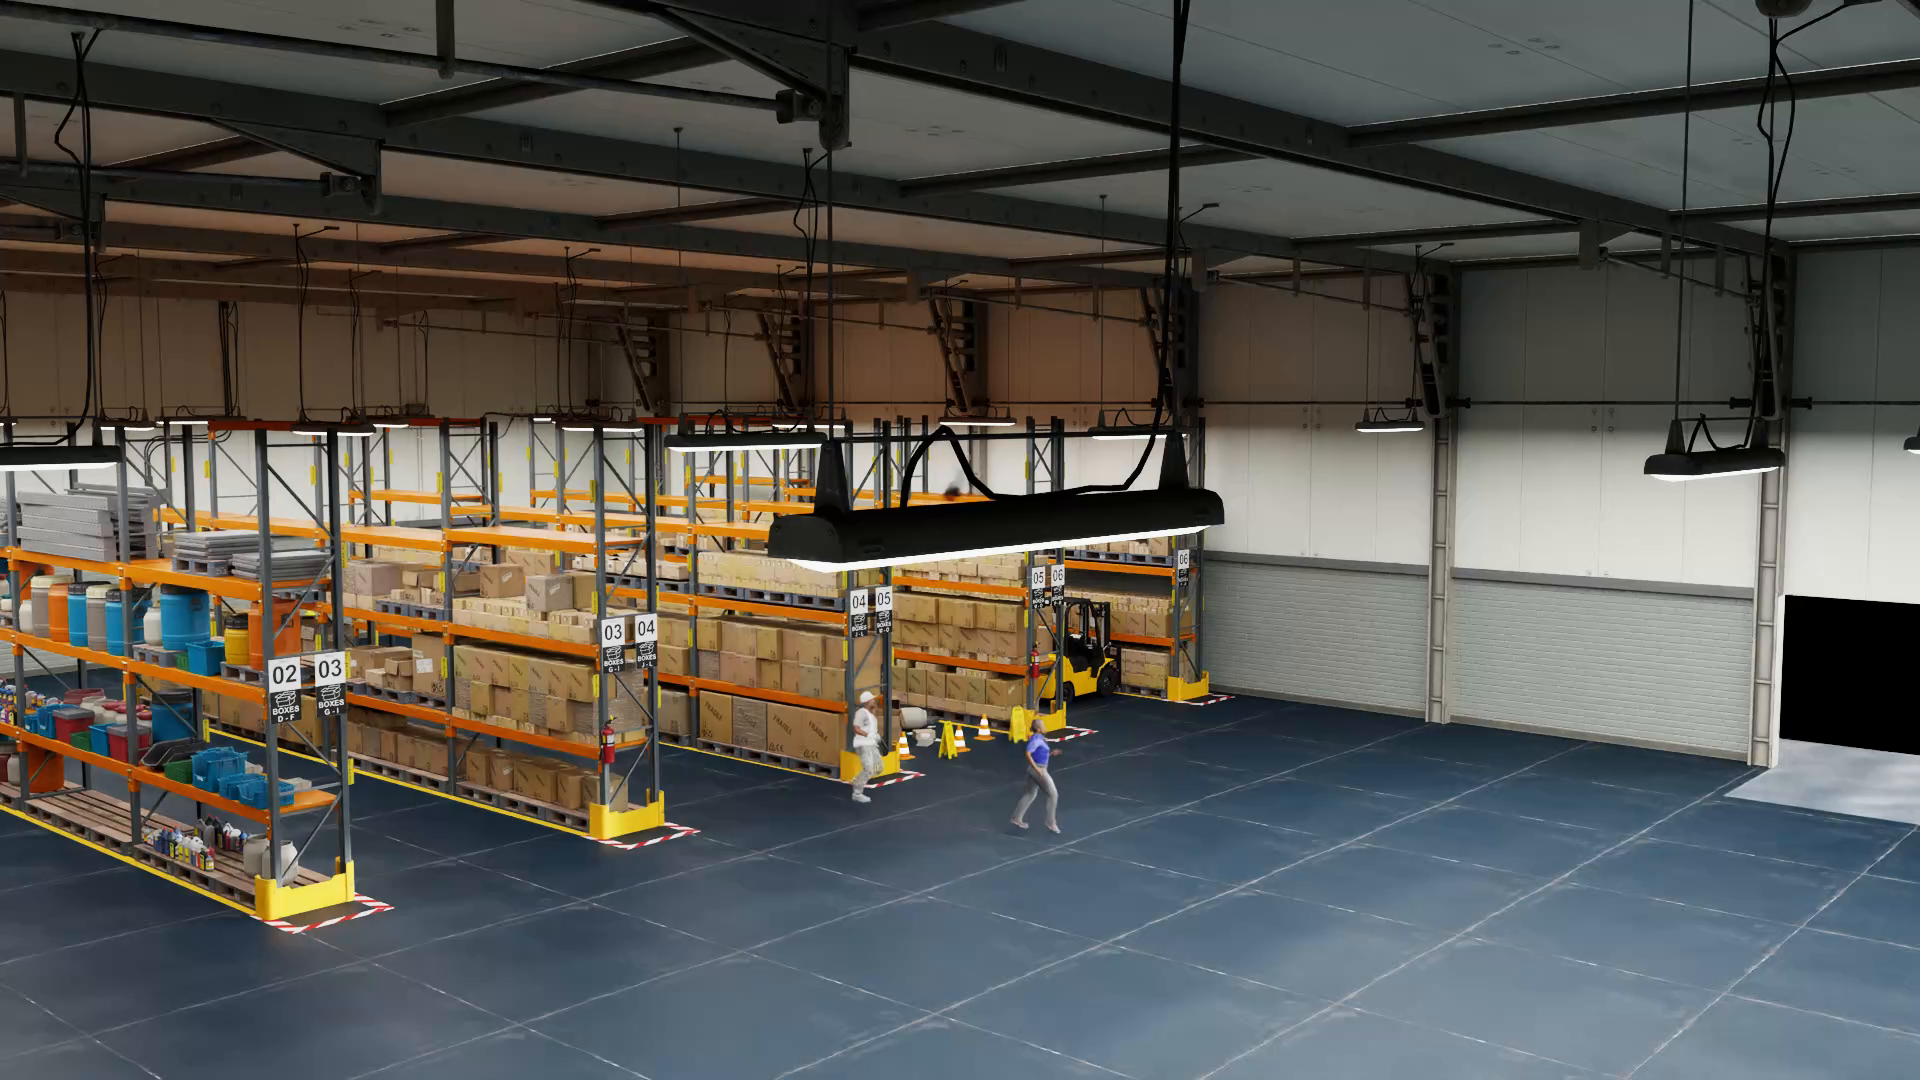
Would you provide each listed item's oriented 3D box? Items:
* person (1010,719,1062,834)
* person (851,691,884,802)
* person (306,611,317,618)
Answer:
[{"bbox_3d":[1.129,3.477,24.415,0.778,1.718,0.549,-1,5,-15],"label":"person"},{"bbox_3d":[-1.471,3.272,26.564,0.563,1.703,0.683,1,5,16],"label":"person"},{"bbox_3d":[-14.553,2.413,37.127,0.711,1.677,0.601,-3,5,-29],"label":"person"}]
